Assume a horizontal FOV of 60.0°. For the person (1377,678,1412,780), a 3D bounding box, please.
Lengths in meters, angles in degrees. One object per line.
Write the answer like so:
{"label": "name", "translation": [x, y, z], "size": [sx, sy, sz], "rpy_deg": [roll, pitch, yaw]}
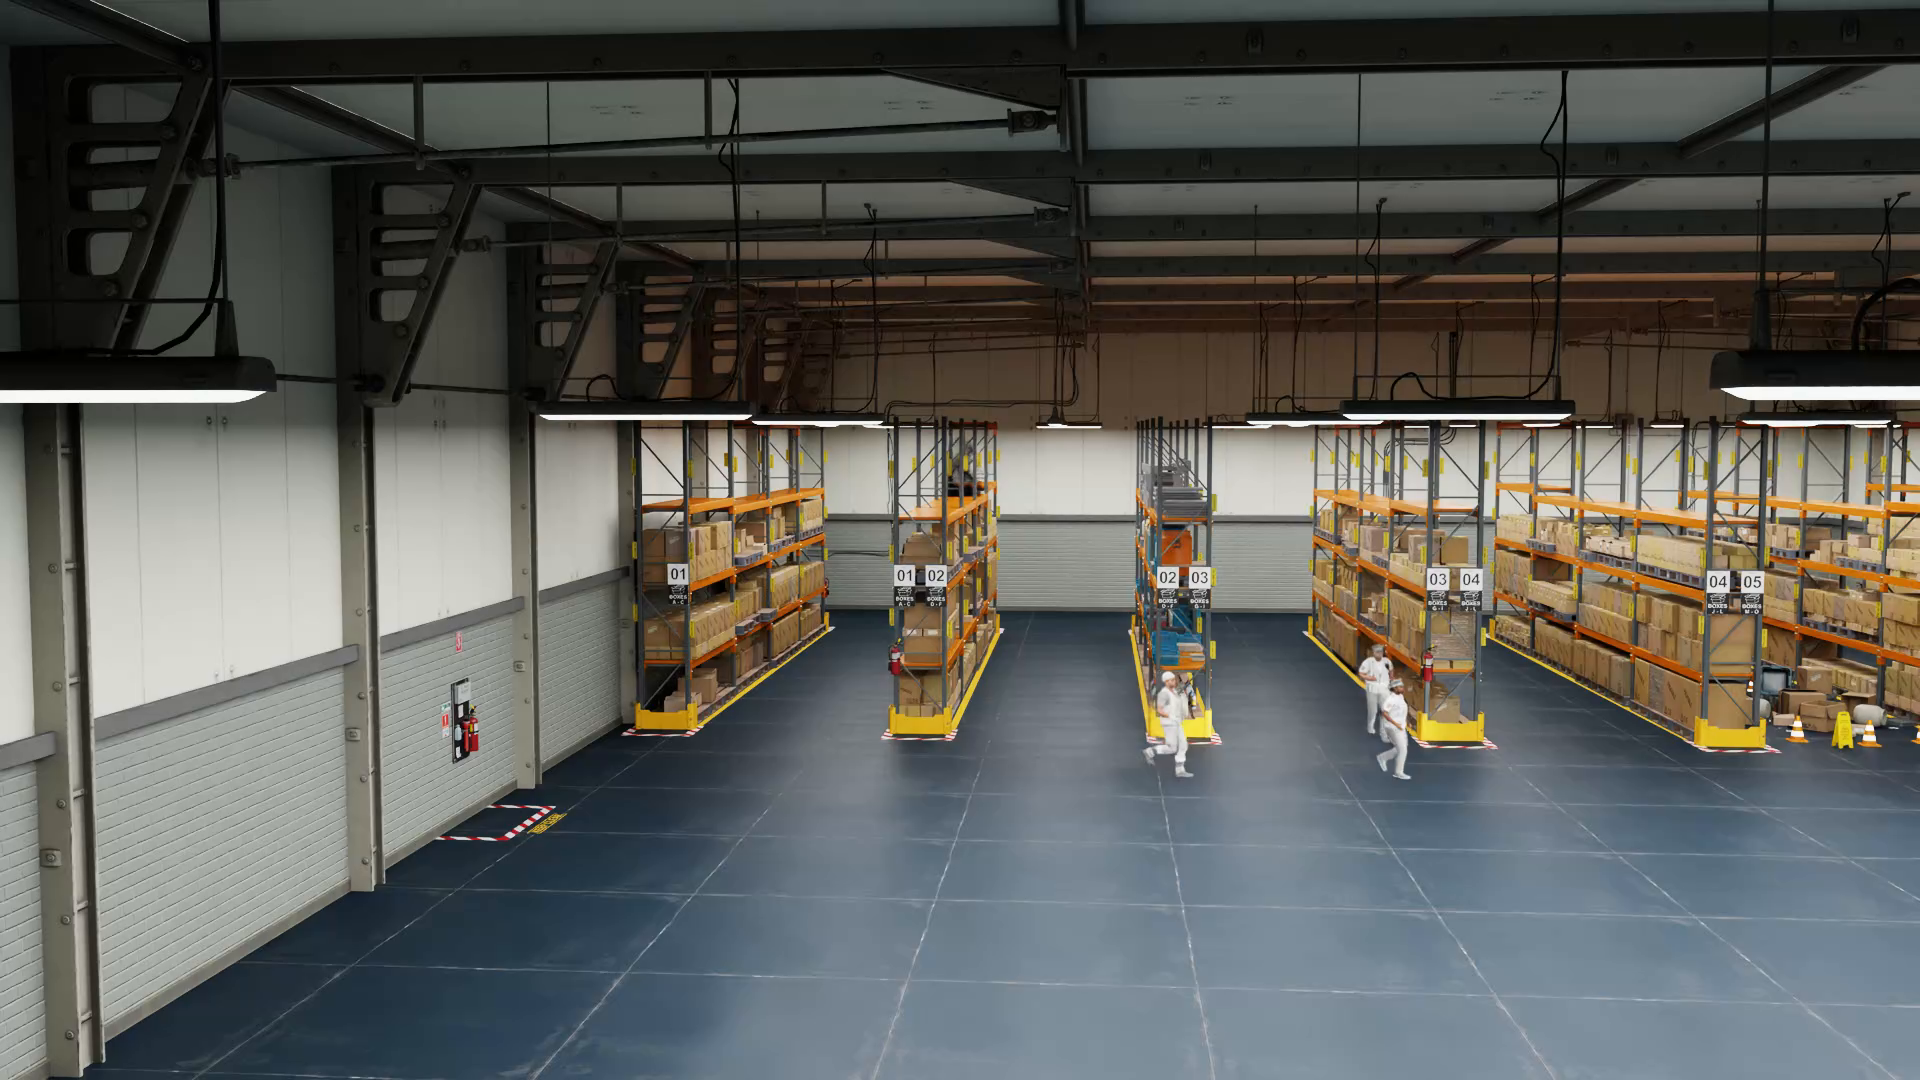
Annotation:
{"label": "person", "translation": [7.145, 3.097, 27.460], "size": [0.628, 1.670, 0.600], "rpy_deg": [3, 5, 37]}

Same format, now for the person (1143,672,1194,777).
{"label": "person", "translation": [3.487, 3.055, 27.591], "size": [0.866, 1.755, 0.669], "rpy_deg": [2, 4, 30]}

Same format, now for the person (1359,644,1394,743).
{"label": "person", "translation": [7.776, 2.826, 31.017], "size": [0.687, 1.814, 0.936], "rpy_deg": [0, 4, 4]}
